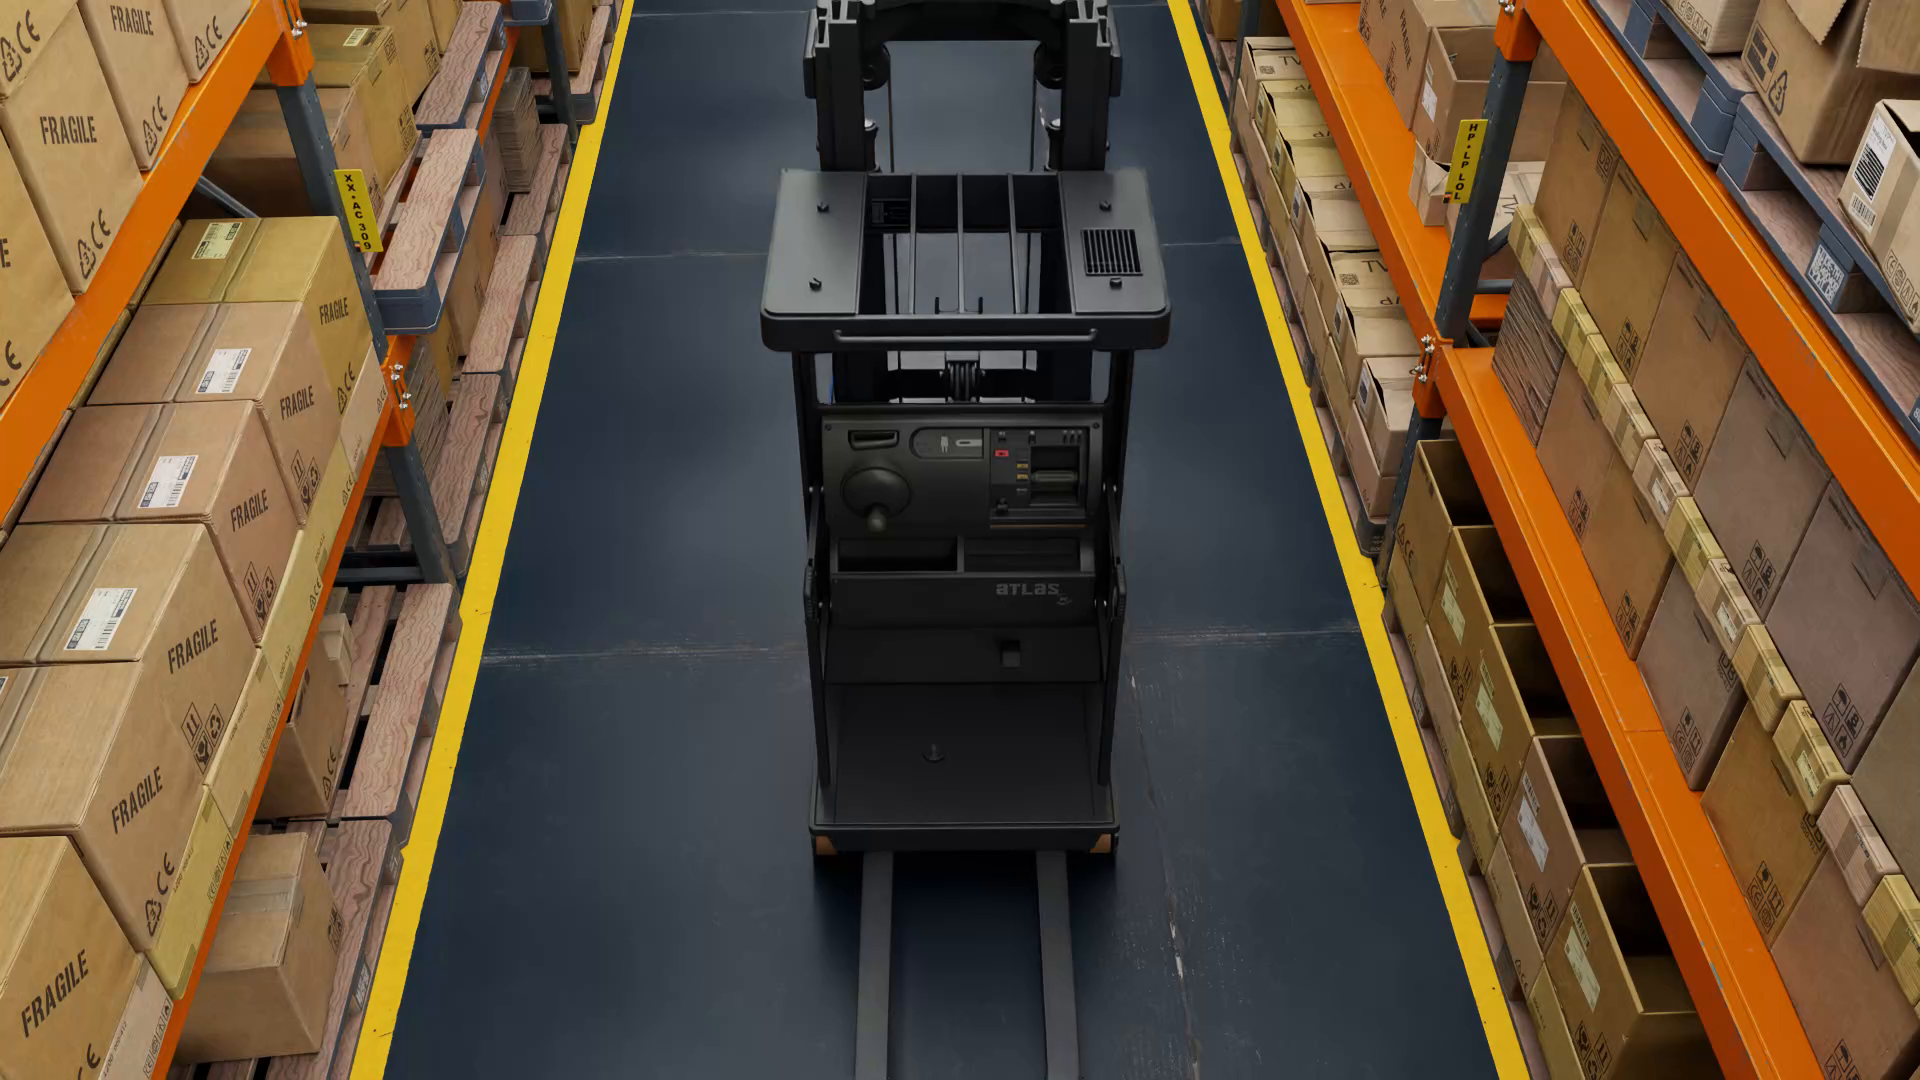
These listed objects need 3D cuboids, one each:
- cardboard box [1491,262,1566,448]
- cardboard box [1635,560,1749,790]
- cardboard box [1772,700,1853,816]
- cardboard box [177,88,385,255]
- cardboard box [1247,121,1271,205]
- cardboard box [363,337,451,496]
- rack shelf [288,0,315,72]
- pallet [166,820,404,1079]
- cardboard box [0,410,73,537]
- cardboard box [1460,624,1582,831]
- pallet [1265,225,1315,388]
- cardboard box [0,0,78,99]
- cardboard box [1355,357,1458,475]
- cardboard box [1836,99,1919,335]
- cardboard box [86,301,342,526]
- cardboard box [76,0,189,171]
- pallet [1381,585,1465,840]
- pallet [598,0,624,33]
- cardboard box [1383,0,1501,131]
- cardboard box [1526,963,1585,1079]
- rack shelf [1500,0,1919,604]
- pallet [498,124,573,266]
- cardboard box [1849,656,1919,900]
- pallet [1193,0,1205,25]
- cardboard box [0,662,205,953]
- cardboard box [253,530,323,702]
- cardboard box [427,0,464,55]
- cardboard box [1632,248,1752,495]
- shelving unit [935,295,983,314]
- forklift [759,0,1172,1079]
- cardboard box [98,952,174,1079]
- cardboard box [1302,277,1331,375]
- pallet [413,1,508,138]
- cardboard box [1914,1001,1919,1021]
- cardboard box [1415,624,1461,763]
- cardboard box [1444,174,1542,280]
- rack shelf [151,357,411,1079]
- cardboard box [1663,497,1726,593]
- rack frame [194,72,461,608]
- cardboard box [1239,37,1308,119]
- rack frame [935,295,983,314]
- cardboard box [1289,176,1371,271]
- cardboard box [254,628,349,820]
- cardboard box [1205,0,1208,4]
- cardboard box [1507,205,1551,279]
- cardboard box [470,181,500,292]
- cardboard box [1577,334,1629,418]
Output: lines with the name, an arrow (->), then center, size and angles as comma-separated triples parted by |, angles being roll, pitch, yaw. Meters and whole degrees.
cardboard box -> 2.338, -0.685, 5.853 | 0.700, 0.500, 0.500 | -3, 43, -3
cardboard box -> 2.407, 0.356, 4.718 | 0.700, 0.500, 0.500 | 0, 43, -1
cardboard box -> 2.233, 0.528, 4.050 | 0.380, 0.149, 0.250 | 0, 43, 0
cardboard box -> -2.623, -1.346, 6.249 | 0.700, 0.500, 0.500 | -2, 43, -2
cardboard box -> 1.894, -2.088, 9.182 | 0.500, 0.250, 0.500 | -3, 43, -3
cardboard box -> -2.684, -0.540, 7.293 | 0.700, 0.500, 0.500 | 0, 43, 0
rack shelf -> -2.721, -2.994, 6.758 | 1.077, 0.370, 4.000 | -2, 43, -2
pallet -> -2.517, 1.503, 5.604 | 1.003, 0.211, 1.213 | -2, 43, -2
cardboard box -> -2.791, -0.022, 4.745 | 0.500, 0.500, 0.500 | -1, 43, -1
cardboard box -> 2.063, 0.632, 5.659 | 0.500, 0.500, 0.500 | -2, 43, -2
pallet -> 2.188, -1.241, 8.598 | 1.003, 0.211, 1.213 | -2, 43, -2
cardboard box -> -2.277, -1.269, 3.515 | 0.500, 0.500, 0.500 | -3, 43, -3
cardboard box -> 2.010, -0.561, 7.100 | 0.500, 0.311, 0.500 | -2, 43, -2
cardboard box -> 2.147, -0.672, 3.344 | 0.500, 0.311, 0.500 | 3, 43, 3
cardboard box -> -2.280, -0.384, 5.140 | 0.500, 0.500, 0.500 | -2, 43, -2
cardboard box -> -2.359, -1.277, 4.264 | 0.500, 0.500, 0.500 | -5, 43, -5
pallet -> 2.305, 0.619, 6.569 | 1.003, 0.211, 1.213 | -2, 43, -2
pallet -> -2.813, -3.831, 11.423 | 1.003, 0.211, 1.213 | -2, 43, -2
cardboard box -> 2.253, -2.197, 7.503 | 0.500, 0.500, 0.500 | -2, 43, -2
cardboard box -> 2.109, 1.583, 5.176 | 0.500, 0.250, 0.500 | -2, 43, -2
rack shelf -> 2.398, -0.438, 3.970 | 1.077, 0.370, 4.000 | -2, 43, -2
pallet -> -2.774, -1.948, 9.368 | 1.003, 0.211, 1.213 | -2, 43, -2
cardboard box -> 2.446, 0.532, 3.566 | 0.700, 0.500, 0.500 | -3, 43, -3
pallet -> 2.101, -3.947, 11.549 | 1.003, 0.211, 1.213 | -2, 43, -2
cardboard box -> -2.213, 0.655, 4.006 | 0.500, 0.500, 0.500 | -3, 43, -3
cardboard box -> -2.263, 0.232, 5.023 | 0.500, 0.250, 0.500 | -2, 43, -2
cardboard box -> -2.701, -2.545, 7.556 | 0.700, 0.500, 0.500 | -2, 43, -2
cardboard box -> 2.382, -0.484, 4.674 | 0.700, 0.500, 0.500 | -2, 43, -2
shelving unit -> -0.004, -0.554, 7.227 | 0.215, 1.050, 0.252 | 0, 43, 0
forklift -> 0.012, -0.136, 5.379 | 1.130, 2.935, 3.031 | 0, 43, 0
cardboard box -> -2.206, 1.257, 3.905 | 0.500, 0.250, 0.500 | -3, 43, -3
cardboard box -> 1.964, -1.047, 8.046 | 0.500, 0.250, 0.500 | -1, 43, -1
pallet -> -2.681, -2.097, 7.610 | 1.003, 0.211, 1.213 | -2, 43, -2
cardboard box -> 2.264, 1.048, 3.483 | 0.380, 0.149, 0.250 | -1, 43, -1
cardboard box -> 2.046, 0.571, 6.281 | 0.500, 0.250, 0.500 | -2, 43, -2
cardboard box -> 2.249, -1.223, 6.625 | 0.500, 0.250, 0.500 | 1, 43, 1
rack shelf -> -2.551, 0.813, 4.826 | 1.077, 0.370, 4.000 | -2, 43, -2
cardboard box -> 2.200, 0.009, 4.616 | 0.380, 0.149, 0.250 | -2, 43, -2
rack frame -> -2.636, -0.803, 6.056 | 1.000, 3.000, 0.127 | -2, 43, -2
cardboard box -> 1.872, -2.634, 9.362 | 0.500, 0.311, 0.500 | 0, 43, 0
rack frame -> -0.005, -0.637, 7.317 | 0.200, 1.050, 0.008 | 0, 43, 0
cardboard box -> 1.945, -1.588, 8.221 | 0.500, 0.311, 0.500 | -2, 43, -2
cardboard box -> -2.552, 0.656, 5.988 | 0.500, 0.500, 0.500 | -5, 43, -5
cardboard box -> 1.847, -3.863, 10.918 | 0.500, 0.500, 0.500 | -3, 43, -3
cardboard box -> 2.131, -1.036, 5.756 | 0.380, 0.149, 0.250 | -2, 43, -2
cardboard box -> -2.768, -1.574, 8.421 | 0.700, 0.500, 0.500 | -2, 43, -2
cardboard box -> 2.167, -0.516, 5.189 | 0.380, 0.149, 0.250 | -2, 43, -2
